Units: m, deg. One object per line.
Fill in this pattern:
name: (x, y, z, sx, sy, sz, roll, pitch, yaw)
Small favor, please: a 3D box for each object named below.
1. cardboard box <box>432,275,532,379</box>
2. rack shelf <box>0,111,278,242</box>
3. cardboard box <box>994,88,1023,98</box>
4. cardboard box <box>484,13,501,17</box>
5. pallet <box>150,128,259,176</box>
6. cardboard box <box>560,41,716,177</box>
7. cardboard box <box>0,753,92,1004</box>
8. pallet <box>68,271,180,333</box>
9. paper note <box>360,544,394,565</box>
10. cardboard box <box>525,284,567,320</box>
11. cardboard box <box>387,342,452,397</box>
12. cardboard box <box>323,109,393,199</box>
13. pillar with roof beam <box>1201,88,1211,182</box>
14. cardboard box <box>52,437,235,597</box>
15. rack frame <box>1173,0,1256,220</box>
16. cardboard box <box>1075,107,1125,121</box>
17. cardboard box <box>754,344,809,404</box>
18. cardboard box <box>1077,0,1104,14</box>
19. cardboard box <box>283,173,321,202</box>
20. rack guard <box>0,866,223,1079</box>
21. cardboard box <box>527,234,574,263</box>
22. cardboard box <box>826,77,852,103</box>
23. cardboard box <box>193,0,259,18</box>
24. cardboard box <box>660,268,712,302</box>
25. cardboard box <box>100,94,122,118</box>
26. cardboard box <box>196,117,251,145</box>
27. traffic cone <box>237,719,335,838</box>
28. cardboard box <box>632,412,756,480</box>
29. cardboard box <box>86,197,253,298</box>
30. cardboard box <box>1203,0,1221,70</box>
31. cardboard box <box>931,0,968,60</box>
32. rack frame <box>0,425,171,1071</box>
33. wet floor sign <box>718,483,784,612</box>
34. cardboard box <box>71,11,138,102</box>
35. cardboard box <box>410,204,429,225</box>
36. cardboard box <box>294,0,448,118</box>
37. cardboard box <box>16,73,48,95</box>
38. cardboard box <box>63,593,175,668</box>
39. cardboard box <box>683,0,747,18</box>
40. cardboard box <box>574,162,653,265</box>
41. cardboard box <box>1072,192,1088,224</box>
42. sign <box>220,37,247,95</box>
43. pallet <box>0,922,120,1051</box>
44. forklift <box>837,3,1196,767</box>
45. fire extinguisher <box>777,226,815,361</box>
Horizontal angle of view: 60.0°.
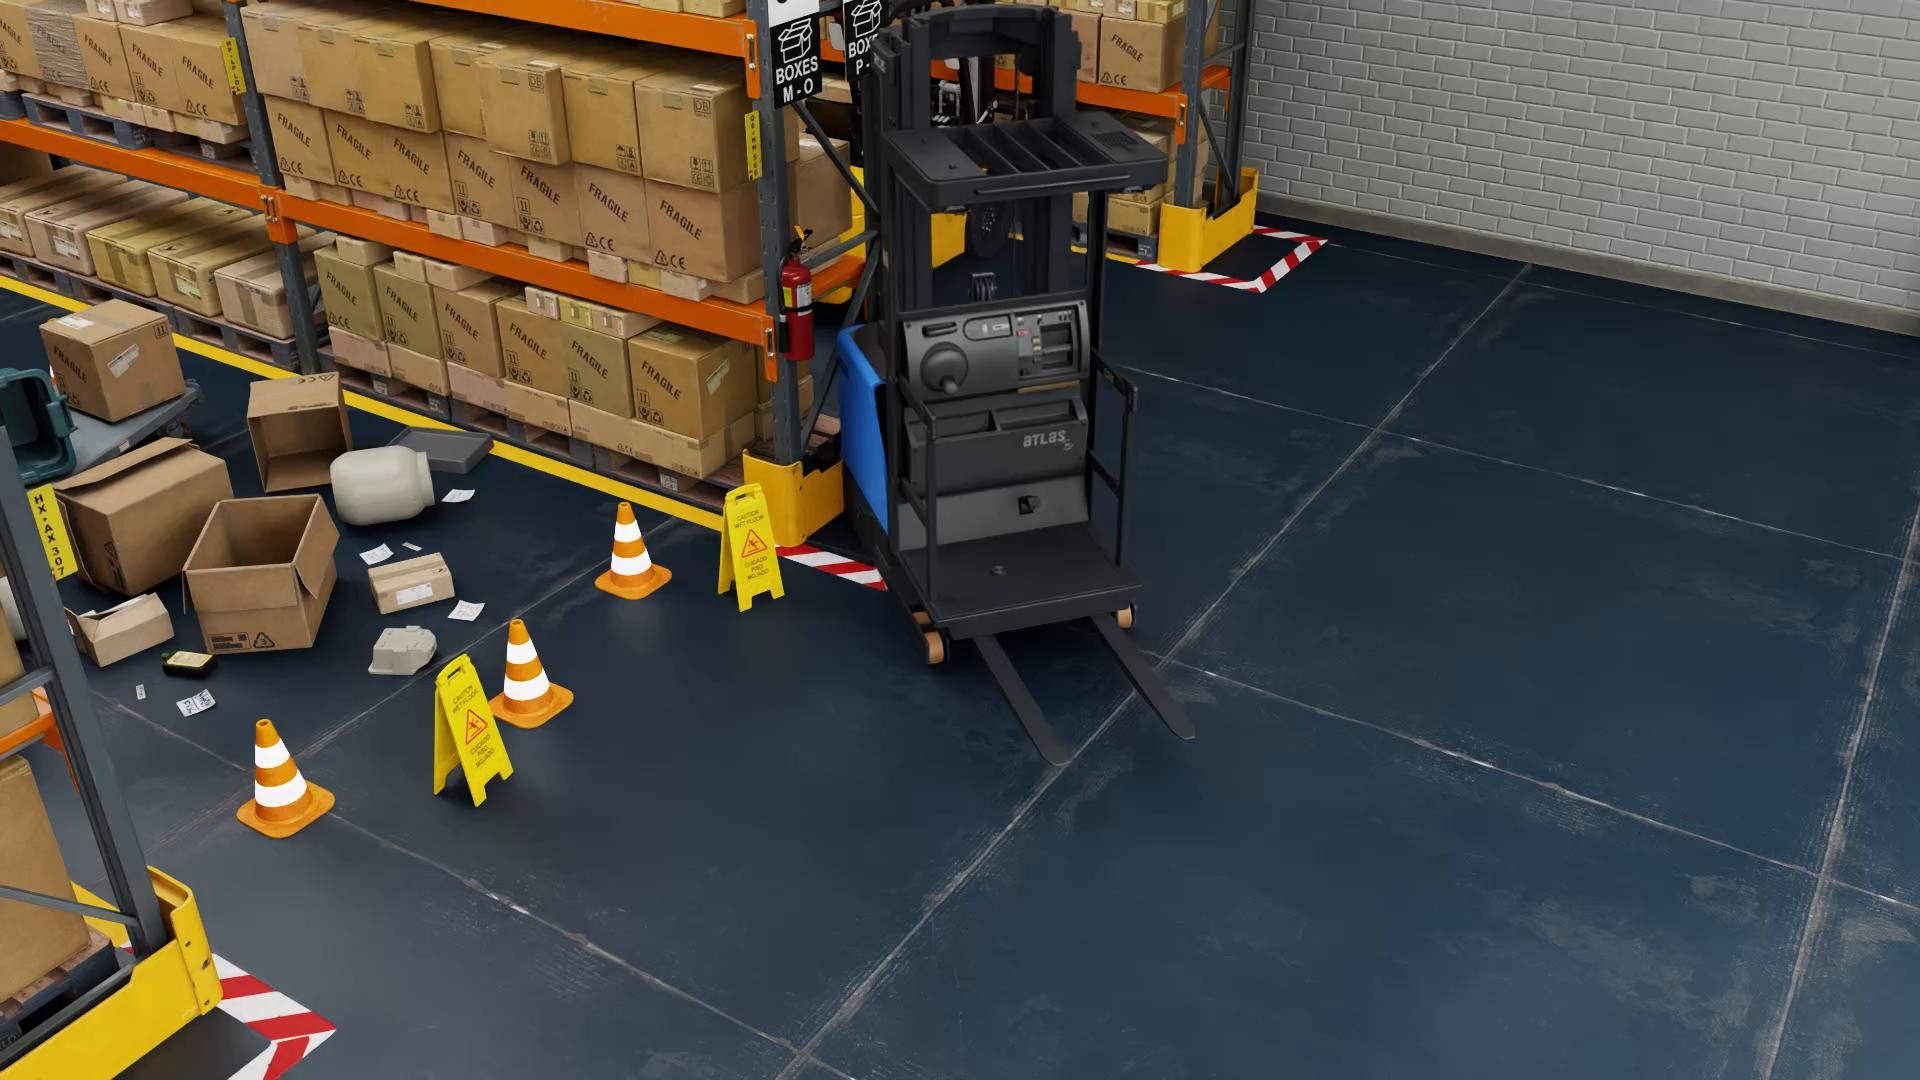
cardboard box: (-2.827, -1.355, 10.163, 0.500, 0.500, 0.500, 20, 36, 30)
rack shelf: (-5.775, -2.813, 11.809, 4.000, 0.370, 1.077, 18, 35, 27)
cardboard box: (0.363, -3.682, 13.905, 0.500, 0.250, 0.500, 17, 34, 26)
cardboard box: (-5.041, -5.114, 17.102, 0.500, 0.500, 0.500, 19, 35, 29)
pallet: (-4.651, -2.772, 11.216, 1.213, 0.211, 1.003, 18, 35, 27)
cardboard box: (-1.666, -2.303, 8.834, 0.500, 0.500, 0.700, 18, 35, 28)
cardboard box: (-3.848, 1.206, 5.898, 0.875, 0.875, 0.875, 18, 35, 28)
pallet: (-5.778, -1.918, 12.328, 1.213, 0.211, 1.003, 18, 35, 27)
paper note: (-3.191, 0.075, 9.102, 0.148, 0.019, 0.142, -21, 36, -32)
cardboard box: (-2.290, -1.428, 9.644, 0.250, 0.149, 0.380, 19, 35, 29)
cardboard box: (-3.266, -1.170, 10.592, 0.500, 0.250, 0.500, 20, 36, 30)
cardboard box: (-3.419, -2.399, 9.990, 0.500, 0.500, 0.500, 17, 34, 27)
pillar with roof beam: (-0.456, -4.961, 8.824, 0.400, 9.000, 9.100, 18, 35, 27)
cardboard box: (-4.323, -0.134, 8.846, 0.503, 0.637, 0.797, 18, 35, 27)
rack frame: (1.943, -3.636, 12.506, 0.127, 3.000, 1.000, 18, 35, 27)
cardboard box: (0.951, -3.186, 13.055, 0.500, 0.250, 0.500, 18, 35, 28)
cardboard box: (-1.249, -1.175, 9.854, 0.500, 0.500, 0.500, 16, 34, 26)
cardboard box: (1.081, -4.084, 12.531, 0.250, 0.149, 0.380, 18, 35, 28)
cardboard box: (-3.984, -2.258, 10.394, 0.250, 0.149, 0.380, 17, 34, 27)
rack guard: (-3.218, 1.709, 5.824, 0.348, 0.500, 1.175, 18, 35, 27)
cardboard box: (-2.244, -1.730, 9.488, 0.250, 0.149, 0.380, 17, 34, 27)
cardboard box: (-0.774, -3.729, 13.984, 0.500, 0.250, 0.500, 18, 35, 27)
cardboard box: (-4.750, -3.323, 11.159, 0.500, 0.500, 0.500, 18, 35, 27)
cardboard box: (-1.397, -1.438, 8.987, 0.250, 0.149, 0.380, 17, 34, 27)
cardboard box: (-5.520, -2.961, 11.181, 0.250, 0.149, 0.380, 18, 35, 27)
cardboard box: (-4.663, -2.681, 10.702, 0.250, 0.149, 0.380, 18, 35, 28)
traffic cone: (-2.934, 0.970, 7.127, 0.334, 0.463, 0.336, 18, 35, 27)
cardboard box: (-1.541, -0.619, 9.645, 0.500, 0.250, 0.500, 17, 34, 27)
cardboard box: (-5.727, -2.151, 12.151, 0.625, 0.372, 0.950, 19, 35, 29)
cardboard box: (1.671, -3.931, 12.912, 0.500, 0.500, 0.500, 19, 35, 29)
cardboard box: (0.086, -4.109, 13.218, 0.500, 0.500, 0.500, 18, 35, 28)
rack frame: (-3.239, 0.623, 5.205, 0.127, 3.000, 1.000, 18, 35, 27)
wet floor sign: (-1.101, 0.008, 8.596, 0.267, 0.644, 0.232, -21, 36, -32)
cardboard box: (-5.449, -3.240, 11.016, 0.500, 0.500, 0.500, 19, 35, 29)
cardboard box: (-3.068, -2.016, 9.978, 0.250, 0.149, 0.380, 17, 34, 27)
cardboard box: (-3.402, -2.835, 9.747, 0.500, 0.500, 0.700, 18, 35, 28)
cardboard box: (-6.396, -3.269, 11.710, 0.250, 0.149, 0.380, 20, 36, 30)
cardboard box: (-4.192, 0.407, 8.289, 0.258, 0.266, 0.396, 24, 38, 35)
cardboard box: (-1.144, -2.680, 8.140, 0.250, 0.149, 0.380, 18, 35, 28)
cardboard box: (-1.721, -1.852, 9.054, 0.500, 0.500, 0.500, 18, 35, 27)
cardboard box: (0.961, -2.758, 13.313, 0.500, 0.250, 0.500, 18, 35, 27)
sign: (-4.373, -2.851, 10.010, 0.005, 0.325, 0.100, 18, 35, 27)
pallet: (-3.958, 1.647, 6.218, 1.213, 0.211, 1.003, 18, 35, 27)
forklift: (0.251, -0.880, 7.850, 1.130, 2.935, 3.031, -9, 32, -16)
fire extinguisher: (-0.841, -1.256, 8.503, 0.183, 0.674, 0.296, 18, 35, 27)
